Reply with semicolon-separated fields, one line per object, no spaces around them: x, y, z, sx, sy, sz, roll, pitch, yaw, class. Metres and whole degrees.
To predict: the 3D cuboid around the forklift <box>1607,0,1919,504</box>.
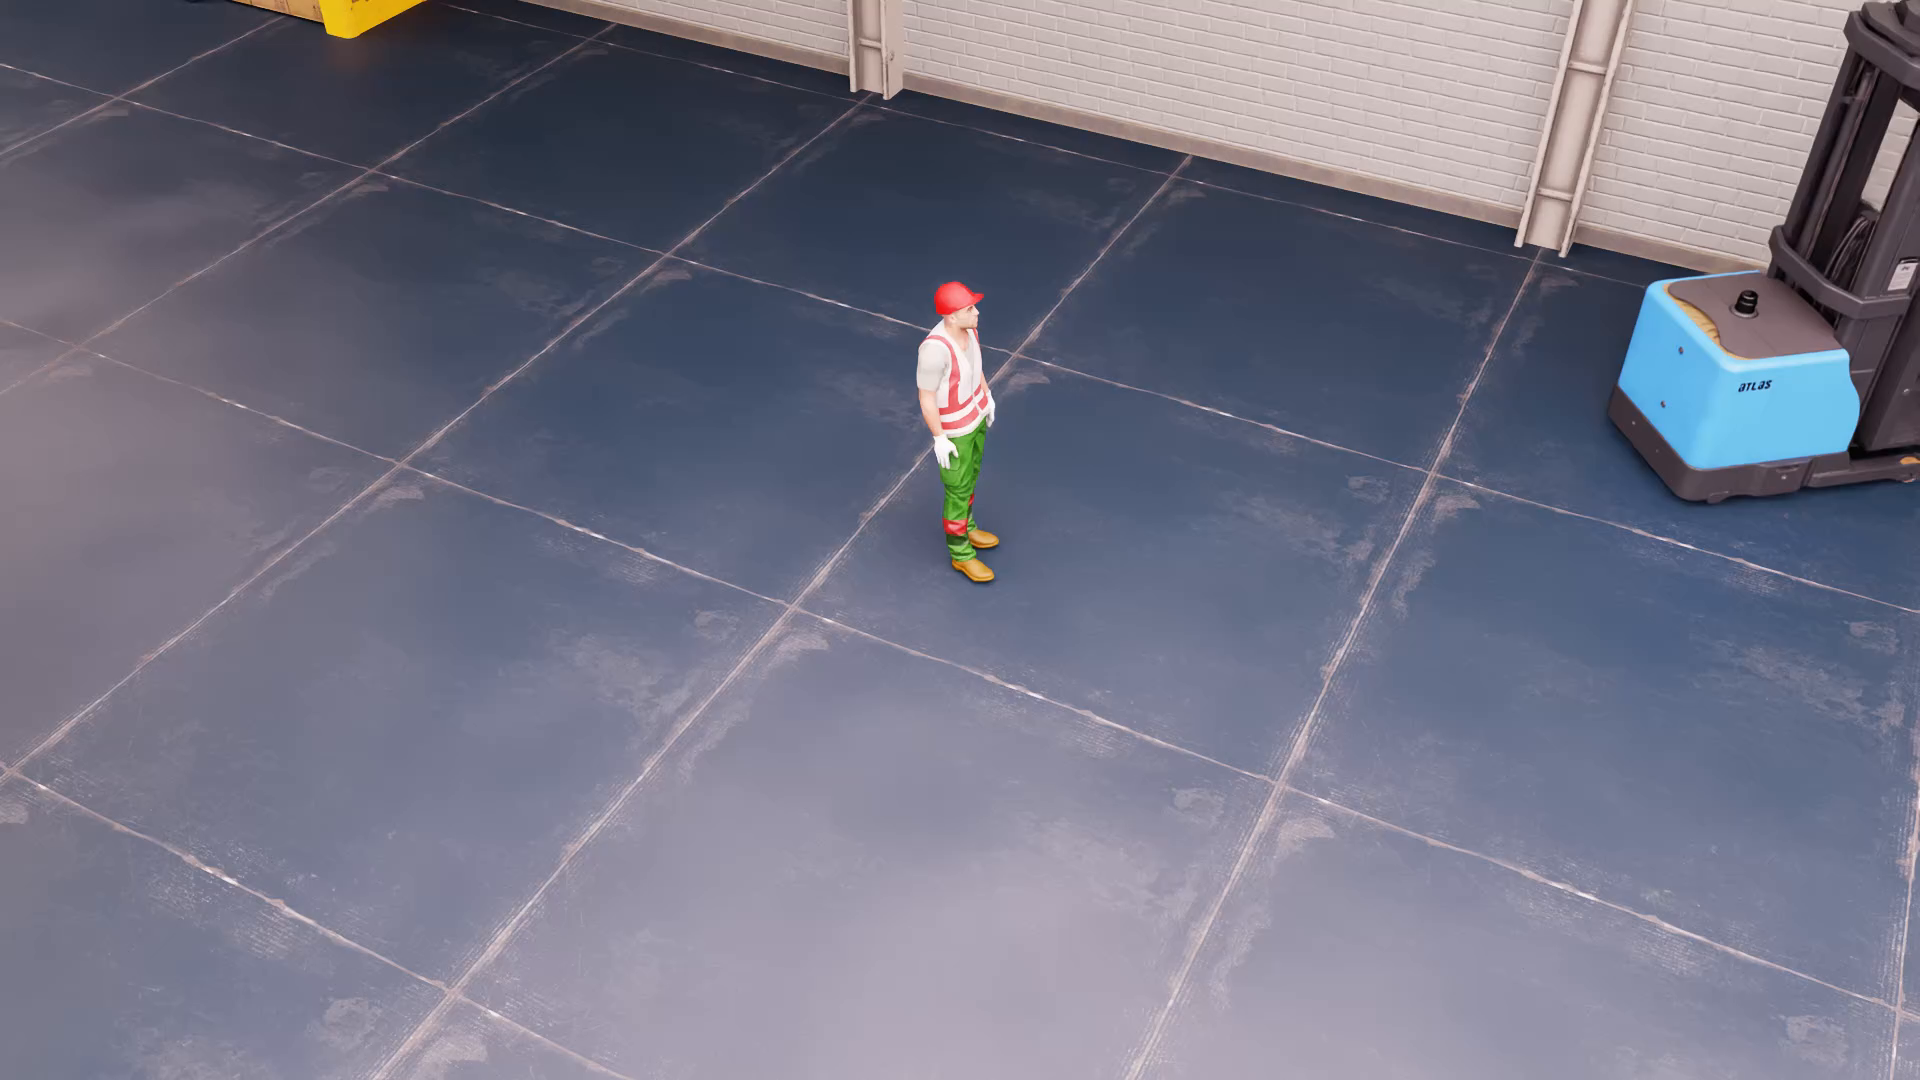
5.910;-1.821;10.148;3.031;2.935;1.130;-7;41;-9;forklift

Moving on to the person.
0.065;-0.659;9.644;0.564;1.787;0.637;18;43;21;person
